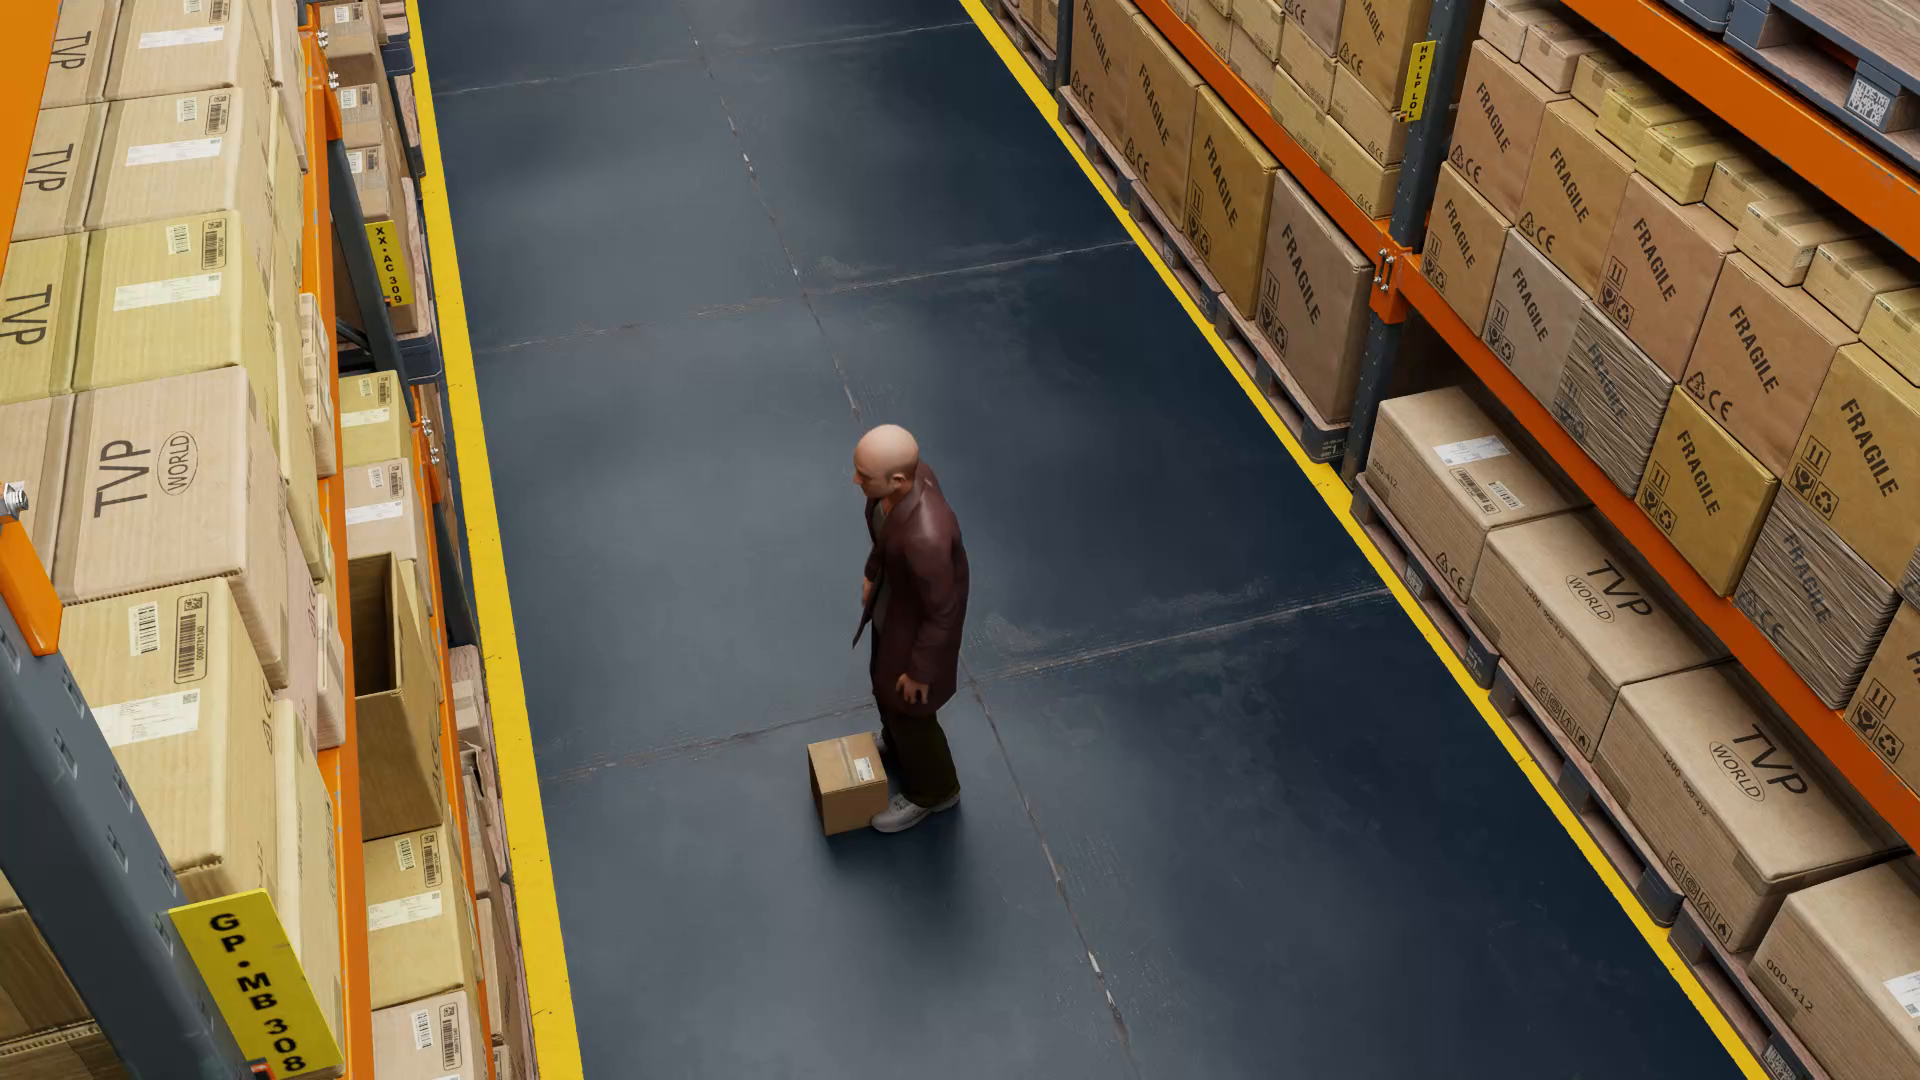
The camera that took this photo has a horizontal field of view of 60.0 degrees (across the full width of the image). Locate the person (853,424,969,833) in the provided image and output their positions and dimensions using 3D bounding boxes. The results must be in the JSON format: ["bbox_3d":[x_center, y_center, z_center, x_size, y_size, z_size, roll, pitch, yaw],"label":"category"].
[{"bbox_3d":[-0.192,0.293,5.842,0.421,1.774,0.634,-12,43,-13],"label":"person"}]
